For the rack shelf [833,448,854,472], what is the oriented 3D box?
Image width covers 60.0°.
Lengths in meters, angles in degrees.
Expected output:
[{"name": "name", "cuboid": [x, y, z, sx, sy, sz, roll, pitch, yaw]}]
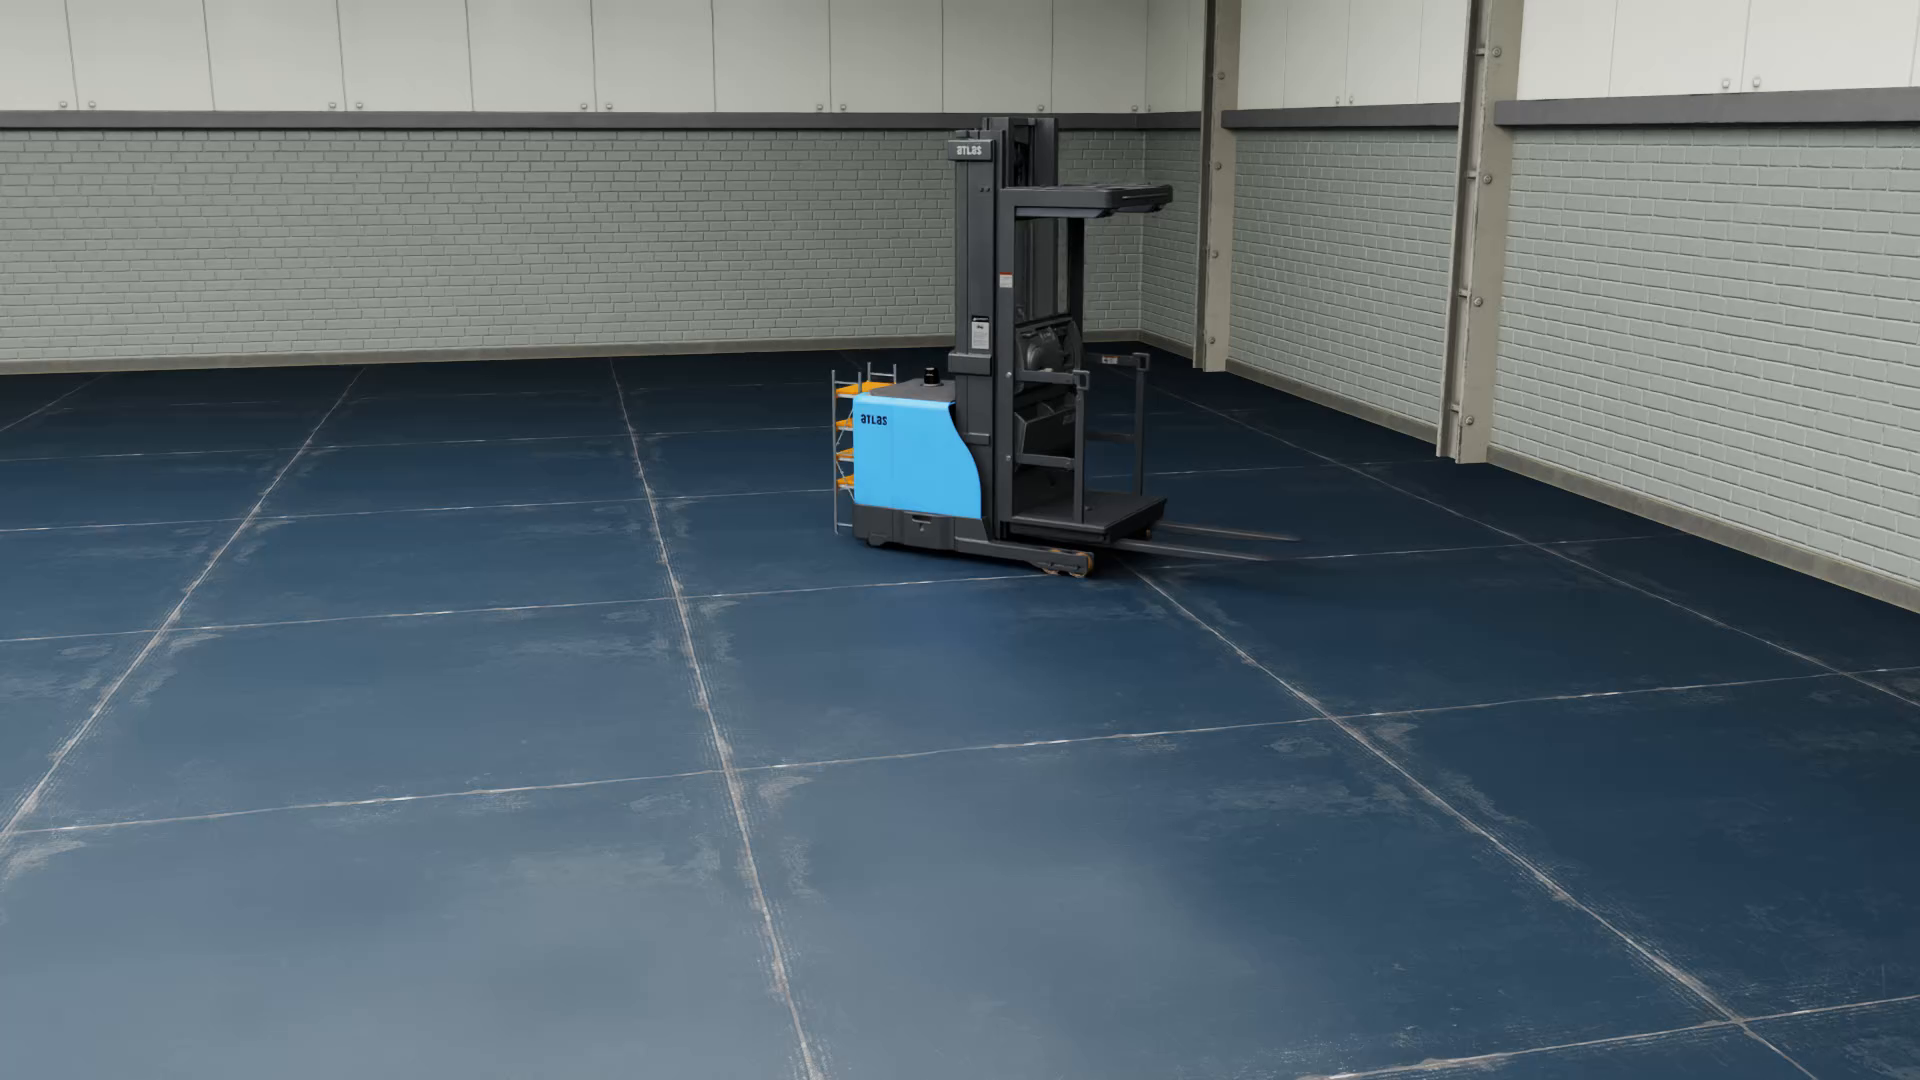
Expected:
[{"name": "rack shelf", "cuboid": [-0.686, -0.597, 12.124, 0.258, 0.148, 0.480, 7, 15, 27]}]

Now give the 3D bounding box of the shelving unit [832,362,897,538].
[{"name": "shelving unit", "cuboid": [-0.686, -0.662, 12.108, 0.258, 1.200, 0.503, 7, 15, 27]}]

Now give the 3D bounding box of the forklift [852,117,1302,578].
[{"name": "forklift", "cuboid": [0.781, -1.319, 11.149, 3.031, 2.935, 1.130, 7, 16, 28]}]

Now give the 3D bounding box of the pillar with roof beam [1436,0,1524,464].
[{"name": "pillar with roof beam", "cuboid": [0.320, -4.861, 12.861, 9.100, 9.000, 0.400, -3, 14, -13]}]

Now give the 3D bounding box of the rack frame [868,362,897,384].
[{"name": "rack frame", "cuboid": [-0.571, -0.713, 12.317, 0.240, 1.200, 0.015, 7, 15, 27]}]

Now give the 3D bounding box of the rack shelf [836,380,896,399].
[{"name": "rack shelf", "cuboid": [-0.686, -1.044, 12.015, 0.258, 0.148, 0.480, 7, 15, 27]}]

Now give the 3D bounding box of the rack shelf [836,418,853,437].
[{"name": "rack shelf", "cuboid": [-0.686, -0.814, 12.071, 0.258, 0.148, 0.480, 7, 15, 27]}]

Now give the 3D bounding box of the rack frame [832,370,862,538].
[{"name": "rack frame", "cuboid": [-0.801, -0.611, 11.900, 0.240, 1.200, 0.015, 7, 15, 27]}]

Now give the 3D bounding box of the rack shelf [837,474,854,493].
[{"name": "rack shelf", "cuboid": [-0.686, -0.404, 12.171, 0.258, 0.148, 0.480, 7, 15, 27]}]

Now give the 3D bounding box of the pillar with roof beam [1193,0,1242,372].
[{"name": "pillar with roof beam", "cuboid": [-1.089, -6.245, 18.527, 9.100, 9.000, 0.400, -3, 14, -13]}]
